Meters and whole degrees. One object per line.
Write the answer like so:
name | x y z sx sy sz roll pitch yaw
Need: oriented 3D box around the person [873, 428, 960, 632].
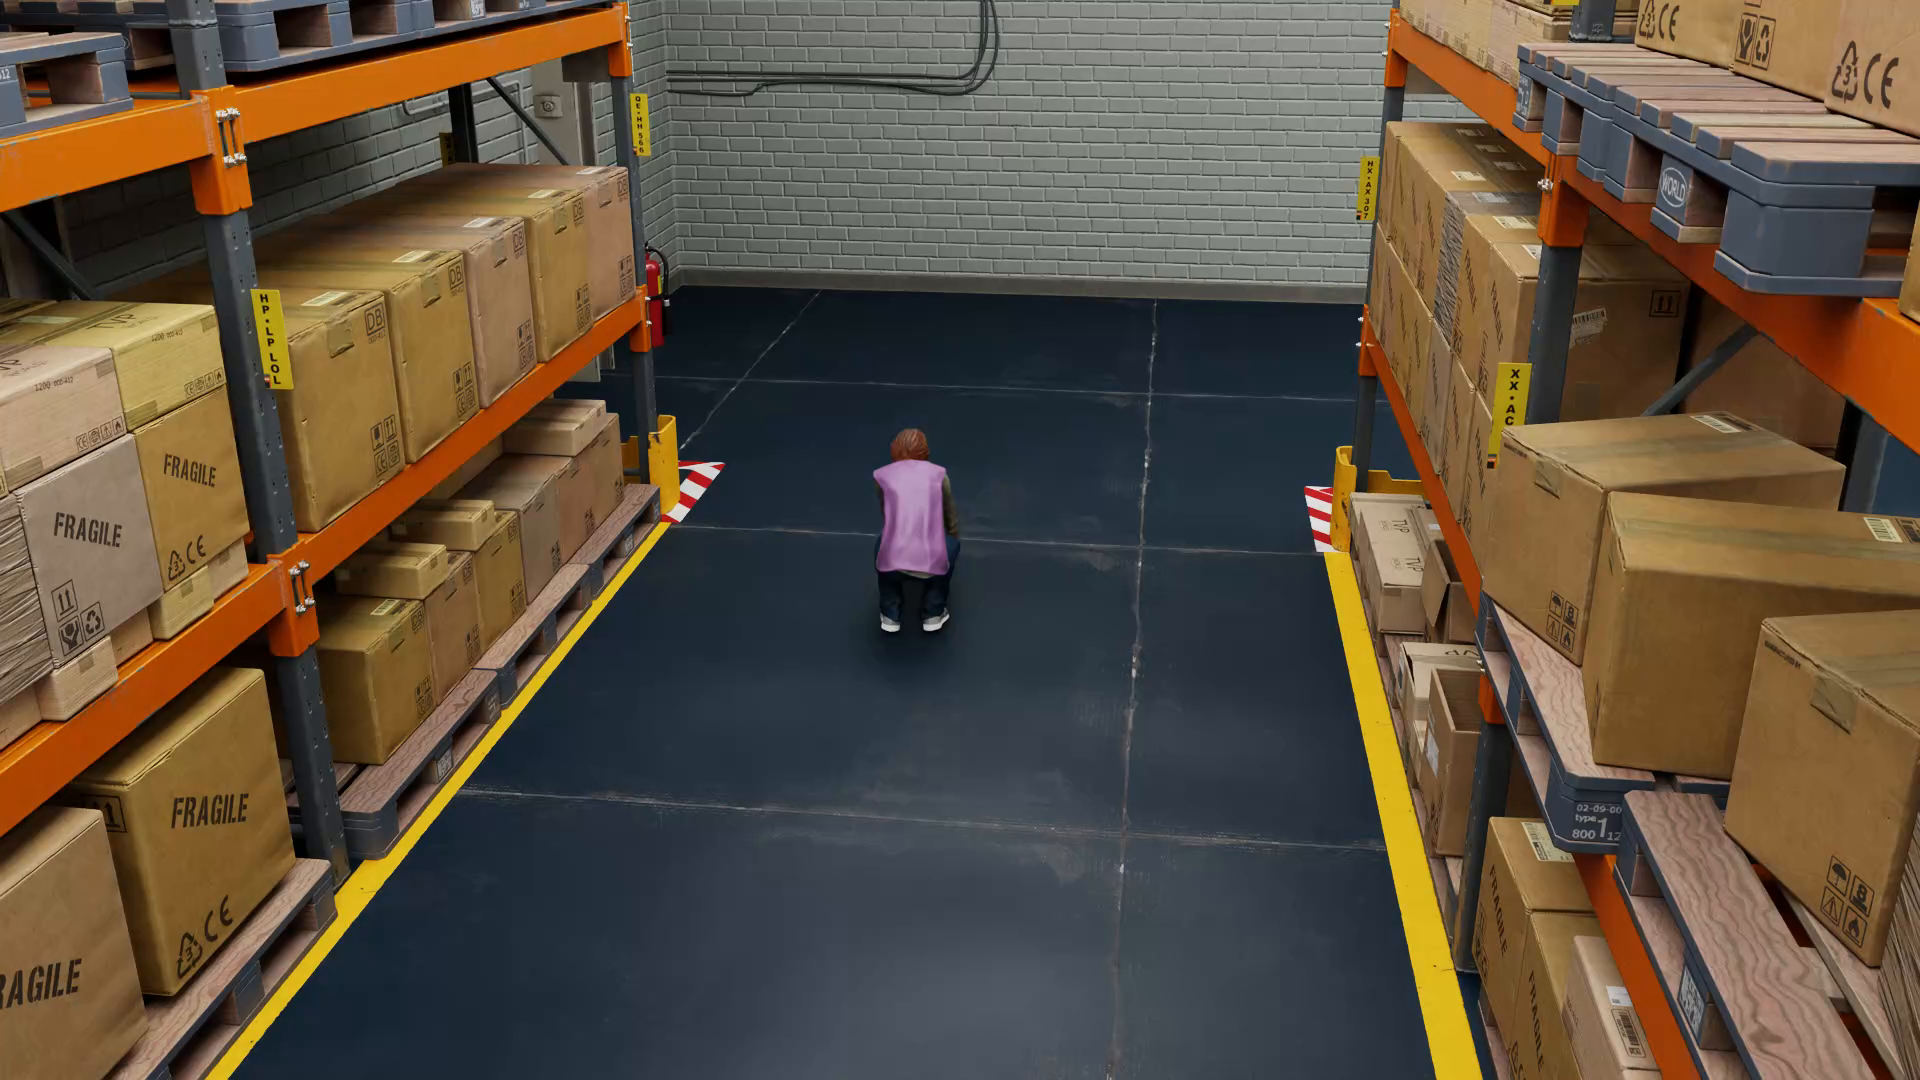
person | -0.217 -0.038 8.171 0.426 0.894 0.820 2 22 5
